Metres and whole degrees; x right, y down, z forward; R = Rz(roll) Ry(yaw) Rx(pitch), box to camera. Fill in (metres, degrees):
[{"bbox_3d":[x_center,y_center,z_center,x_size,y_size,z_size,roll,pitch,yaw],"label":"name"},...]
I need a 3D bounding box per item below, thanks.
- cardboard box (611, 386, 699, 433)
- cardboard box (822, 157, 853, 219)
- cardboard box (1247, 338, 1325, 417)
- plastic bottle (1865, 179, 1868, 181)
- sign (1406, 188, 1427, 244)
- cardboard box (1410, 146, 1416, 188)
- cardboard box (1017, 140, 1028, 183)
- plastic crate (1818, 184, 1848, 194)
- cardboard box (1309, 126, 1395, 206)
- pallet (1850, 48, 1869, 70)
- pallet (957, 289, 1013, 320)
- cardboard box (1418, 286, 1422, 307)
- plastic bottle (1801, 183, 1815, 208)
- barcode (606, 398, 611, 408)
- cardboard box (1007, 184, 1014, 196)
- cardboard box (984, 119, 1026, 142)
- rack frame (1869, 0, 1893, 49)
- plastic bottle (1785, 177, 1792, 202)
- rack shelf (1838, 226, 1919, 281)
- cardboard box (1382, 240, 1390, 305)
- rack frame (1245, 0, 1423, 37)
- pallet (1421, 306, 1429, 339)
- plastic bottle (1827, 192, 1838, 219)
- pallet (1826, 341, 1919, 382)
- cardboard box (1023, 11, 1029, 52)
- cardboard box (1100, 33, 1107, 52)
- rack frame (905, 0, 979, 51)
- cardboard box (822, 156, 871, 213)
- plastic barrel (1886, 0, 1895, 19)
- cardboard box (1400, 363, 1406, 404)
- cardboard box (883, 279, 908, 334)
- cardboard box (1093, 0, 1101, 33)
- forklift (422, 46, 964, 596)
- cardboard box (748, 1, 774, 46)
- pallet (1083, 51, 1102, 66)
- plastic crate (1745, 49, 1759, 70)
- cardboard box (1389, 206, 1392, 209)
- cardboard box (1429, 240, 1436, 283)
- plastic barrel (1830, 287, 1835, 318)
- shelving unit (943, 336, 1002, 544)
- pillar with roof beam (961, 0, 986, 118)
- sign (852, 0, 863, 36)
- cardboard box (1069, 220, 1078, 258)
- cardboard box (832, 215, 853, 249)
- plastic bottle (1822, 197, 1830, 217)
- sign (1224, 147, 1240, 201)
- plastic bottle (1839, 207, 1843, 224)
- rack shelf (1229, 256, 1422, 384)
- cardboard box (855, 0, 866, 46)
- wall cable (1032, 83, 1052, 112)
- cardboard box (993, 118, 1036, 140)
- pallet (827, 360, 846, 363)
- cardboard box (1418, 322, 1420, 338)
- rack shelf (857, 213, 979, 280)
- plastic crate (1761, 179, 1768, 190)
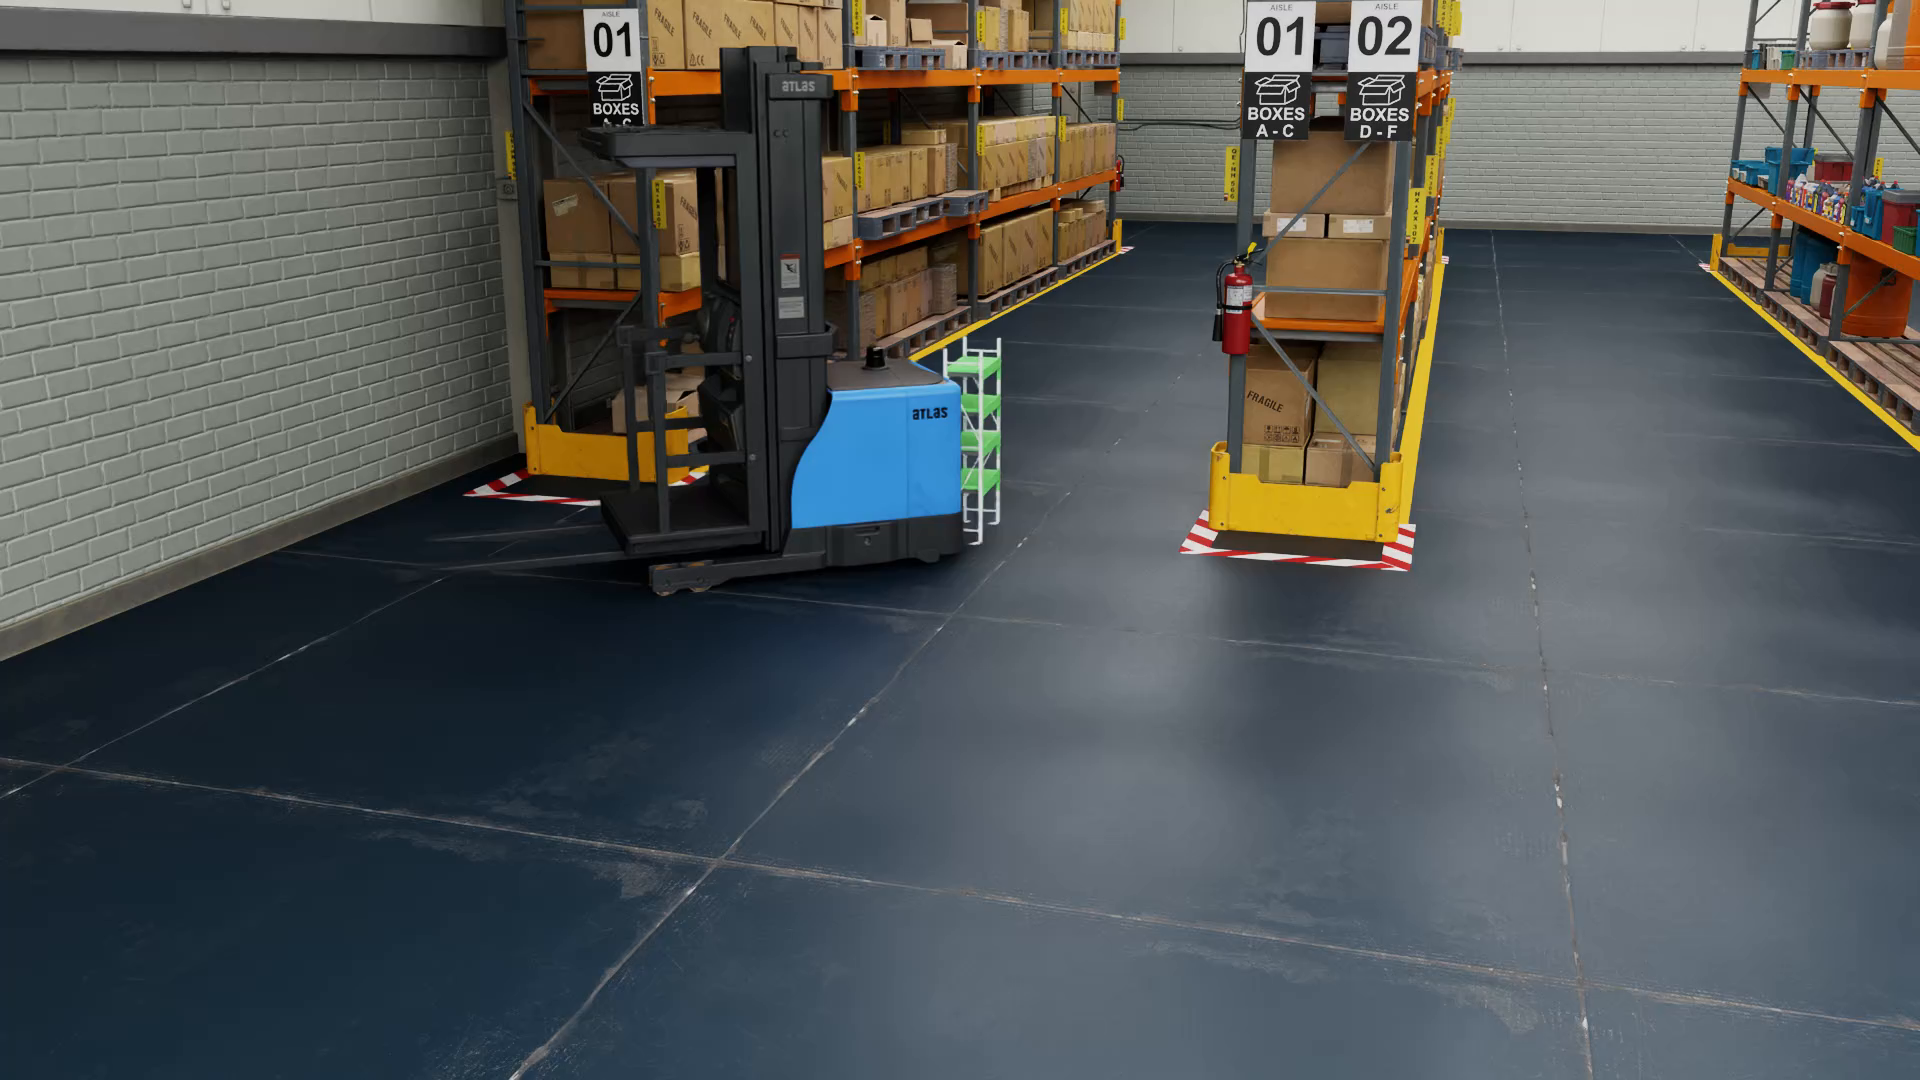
[{"bbox_3d":[-2.281,-0.995,12.461,0.500,0.311,0.500,3,16,10],"label":"cardboard box"},{"bbox_3d":[-1.265,-3.100,14.624,0.500,0.500,0.500,5,16,16],"label":"cardboard box"},{"bbox_3d":[2.324,-1.186,11.907,0.500,0.500,0.500,5,16,16],"label":"cardboard box"},{"bbox_3d":[10.543,-4.086,19.465,0.152,0.276,0.135,5,16,16],"label":"plastic bottle"},{"bbox_3d":[2.717,-1.929,9.903,0.100,0.325,0.005,5,16,16],"label":"sign"},{"bbox_3d":[4.531,-4.036,18.109,0.700,0.500,0.500,-1,16,-3],"label":"cardboard box"},{"bbox_3d":[0.533,-4.707,20.661,0.500,0.500,0.500,5,17,17],"label":"cardboard box"},{"bbox_3d":[10.614,-4.287,20.318,0.396,0.136,0.243,5,16,16],"label":"plastic crate"},{"bbox_3d":[2.491,-2.465,10.961,0.700,0.500,0.500,4,16,14],"label":"cardboard box"},{"bbox_3d":[9.519,-4.772,16.506,1.003,0.211,1.213,5,16,16],"label":"pallet"},{"bbox_3d":[0.006,-2.854,20.006,1.003,0.211,1.213,5,16,16],"label":"pallet"},{"bbox_3d":[4.259,-2.337,16.313,0.500,0.311,0.500,5,16,16],"label":"cardboard box"},{"bbox_3d":[9.585,-3.880,18.740,0.152,0.276,0.135,5,16,16],"label":"plastic bottle"},{"bbox_3d":[-2.660,-1.035,12.585,0.001,0.075,0.075,5,16,16],"label":"barcode"},{"bbox_3d":[0.450,-4.355,20.609,0.380,0.149,0.250,5,17,16],"label":"cardboard box"},{"bbox_3d":[0.515,-5.062,20.539,0.500,0.250,0.500,4,16,15],"label":"cardboard box"},{"bbox_3d":[9.208,-6.113,15.392,1.000,3.000,0.127,5,16,16],"label":"rack frame"},{"bbox_3d":[9.831,-4.155,19.695,0.061,0.283,0.133,5,16,16],"label":"plastic bottle"},{"bbox_3d":[8.639,-2.358,14.464,1.077,0.370,4.000,5,16,16],"label":"rack shelf"},{"bbox_3d":[2.476,-1.826,11.088,0.700,0.500,0.500,5,17,17],"label":"cardboard box"},{"bbox_3d":[2.186,-4.406,9.371,1.000,3.000,0.127,5,16,16],"label":"rack frame"},{"bbox_3d":[4.708,-2.463,18.627,1.003,0.211,1.213,5,16,16],"label":"pallet"},{"bbox_3d":[9.140,-3.495,17.391,0.097,0.271,0.097,0,16,0],"label":"plastic bottle"},{"bbox_3d":[8.951,-1.686,15.887,1.003,0.211,1.213,5,16,16],"label":"pallet"},{"bbox_3d":[0.491,-6.523,21.344,0.700,0.500,0.500,4,16,13],"label":"cardboard box"},{"bbox_3d":[1.882,-7.361,24.610,0.500,0.250,0.500,4,16,14],"label":"cardboard box"},{"bbox_3d":[-0.291,-6.882,18.101,1.000,3.000,0.127,5,16,16],"label":"rack frame"},{"bbox_3d":[-1.250,-3.339,15.616,0.700,0.500,0.500,5,16,16],"label":"cardboard box"},{"bbox_3d":[9.372,-5.227,16.208,0.600,0.830,0.708,5,16,16],"label":"plastic barrel"},{"bbox_3d":[3.401,-1.307,13.709,0.500,0.250,0.500,5,16,16],"label":"cardboard box"},{"bbox_3d":[-0.952,-2.421,17.144,0.700,0.500,0.500,5,17,17],"label":"cardboard box"},{"bbox_3d":[1.743,-7.591,24.044,0.500,0.500,0.500,4,16,13],"label":"cardboard box"},{"bbox_3d":[-1.551,-1.262,9.408,3.031,2.935,1.130,-6,17,-19],"label":"forklift"},{"bbox_3d":[-1.767,-3.887,12.820,0.500,0.500,0.500,6,17,19],"label":"cardboard box"},{"bbox_3d":[1.437,-6.974,24.085,1.003,0.211,1.213,5,16,16],"label":"pallet"},{"bbox_3d":[11.105,-6.621,22.919,0.497,0.269,0.590,5,16,16],"label":"plastic crate"},{"bbox_3d":[2.649,-2.100,10.864,0.380,0.149,0.250,5,16,16],"label":"cardboard box"},{"bbox_3d":[5.731,-3.517,21.005,0.500,0.500,0.500,5,16,16],"label":"cardboard box"},{"bbox_3d":[9.405,-2.516,17.494,0.421,0.512,0.421,0,16,0],"label":"plastic barrel"},{"bbox_3d":[0.078,-0.625,10.336,0.258,1.200,0.503,4,16,13],"label":"shelving unit"},{"bbox_3d":[4.343,-7.845,21.495,9.100,9.000,0.400,5,16,16],"label":"pillar with roof beam"},{"bbox_3d":[-0.905,-4.601,14.609,0.100,0.325,0.005,5,16,16],"label":"sign"},{"bbox_3d":[1.303,-4.360,24.017,0.700,0.500,0.500,4,16,15],"label":"cardboard box"},{"bbox_3d":[-1.271,-2.739,14.728,0.500,0.250,0.500,5,16,16],"label":"cardboard box"},{"bbox_3d":[9.223,-3.538,17.670,0.097,0.201,0.097,0,16,0],"label":"plastic bottle"},{"bbox_3d":[1.670,-2.236,10.160,0.100,0.325,0.005,5,16,16],"label":"sign"},{"bbox_3d":[8.964,-3.299,16.829,0.097,0.201,0.097,0,16,0],"label":"plastic bottle"},{"bbox_3d":[2.755,-1.697,12.132,1.077,0.370,4.000,5,16,16],"label":"rack shelf"},{"bbox_3d":[-1.195,-4.779,15.232,0.500,0.500,0.500,7,17,24],"label":"cardboard box"},{"bbox_3d":[1.440,-6.986,27.599,0.084,1.984,1.851,5,16,16],"label":"wall cable"},{"bbox_3d":[0.659,-5.195,21.009,0.500,0.250,0.500,5,17,17],"label":"cardboard box"},{"bbox_3d":[-1.584,-1.429,14.981,1.003,0.211,1.213,5,16,16],"label":"pallet"},{"bbox_3d":[4.401,-2.200,16.858,0.500,0.250,0.500,4,16,15],"label":"cardboard box"},{"bbox_3d":[-0.859,-3.126,17.173,1.077,0.370,4.000,5,16,16],"label":"rack shelf"},{"bbox_3d":[10.405,-4.484,21.035,0.437,0.125,0.590,5,16,16],"label":"plastic crate"}]
